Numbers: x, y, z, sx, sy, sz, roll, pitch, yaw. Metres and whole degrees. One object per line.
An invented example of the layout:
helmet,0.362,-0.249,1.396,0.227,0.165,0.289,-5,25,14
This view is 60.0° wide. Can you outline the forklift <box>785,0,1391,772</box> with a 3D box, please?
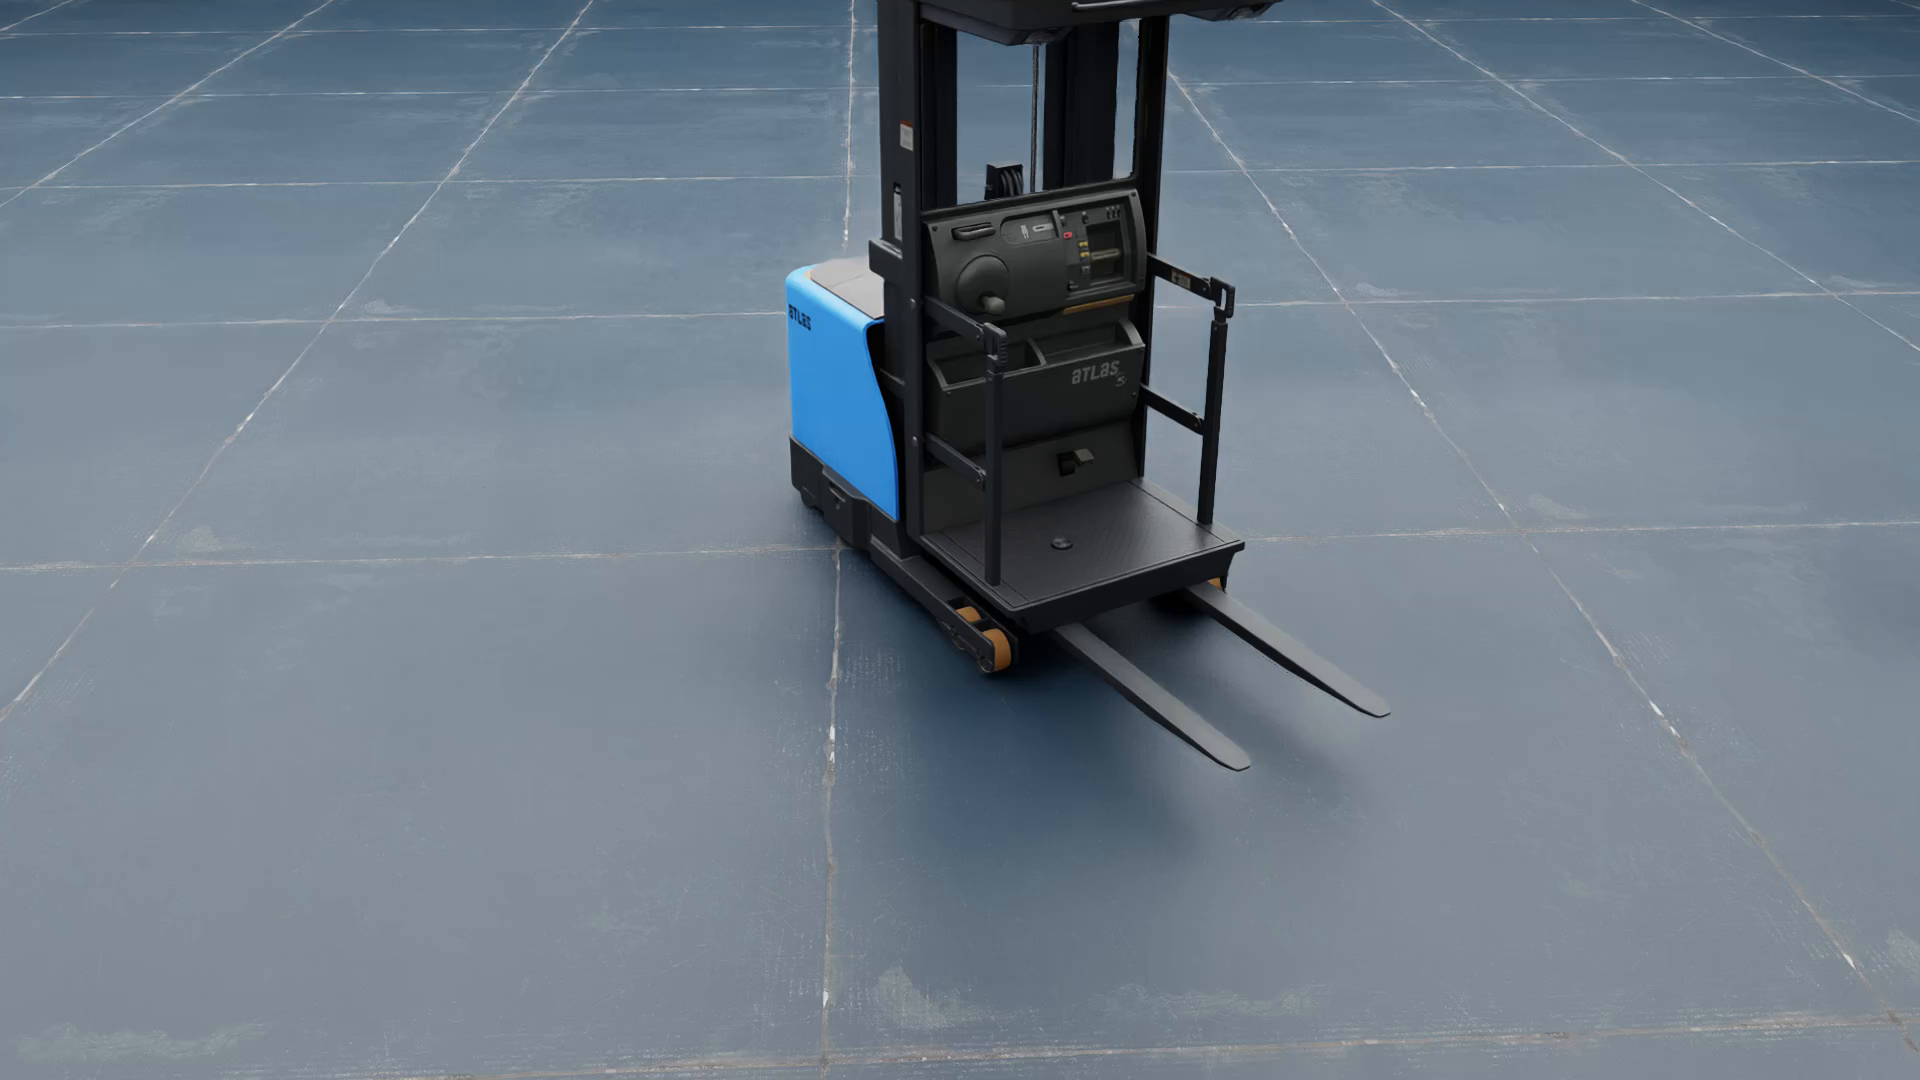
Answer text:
forklift,0.411,-1.041,6.077,1.130,2.935,3.031,-15,31,-27
